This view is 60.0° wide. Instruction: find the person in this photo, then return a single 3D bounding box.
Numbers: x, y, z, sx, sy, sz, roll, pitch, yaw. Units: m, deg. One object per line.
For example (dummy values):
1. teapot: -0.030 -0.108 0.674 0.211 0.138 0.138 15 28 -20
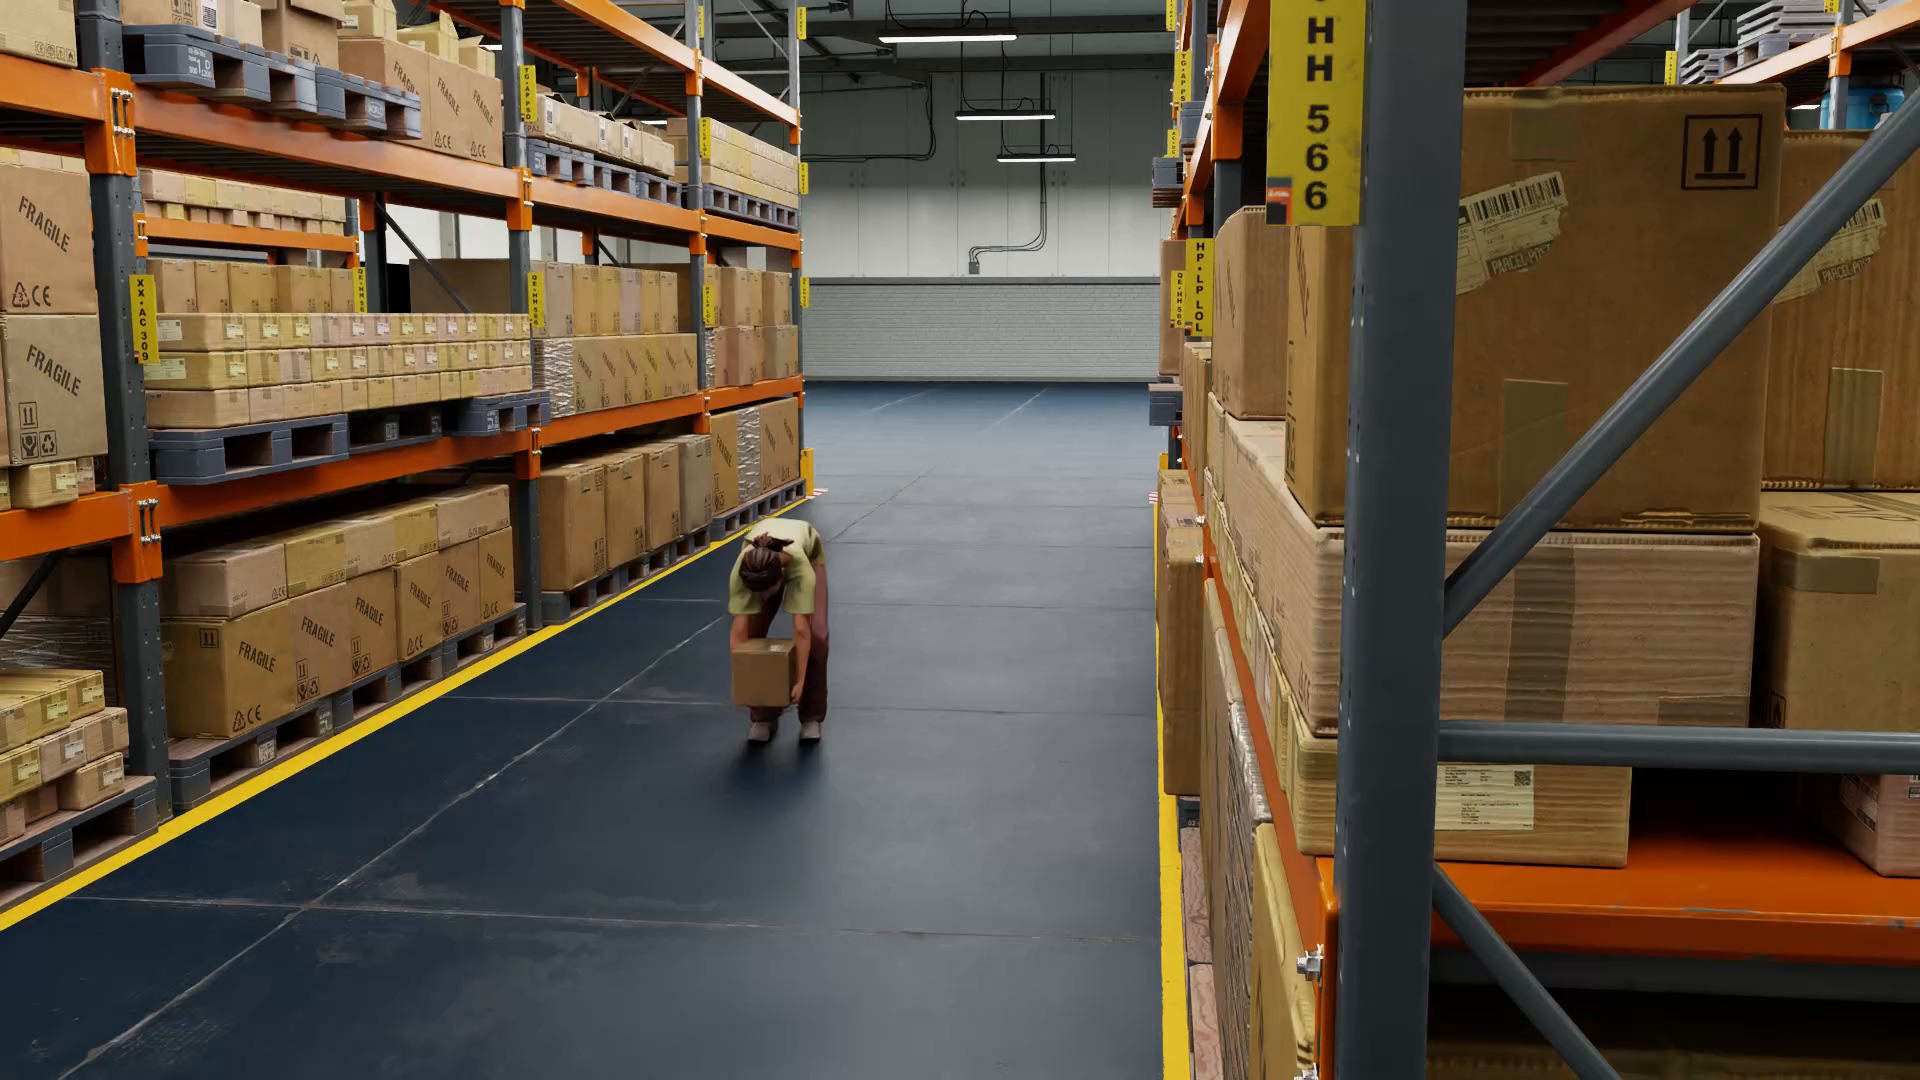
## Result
1. person: -0.825 0.435 7.534 0.431 1.020 0.870 1 8 4
